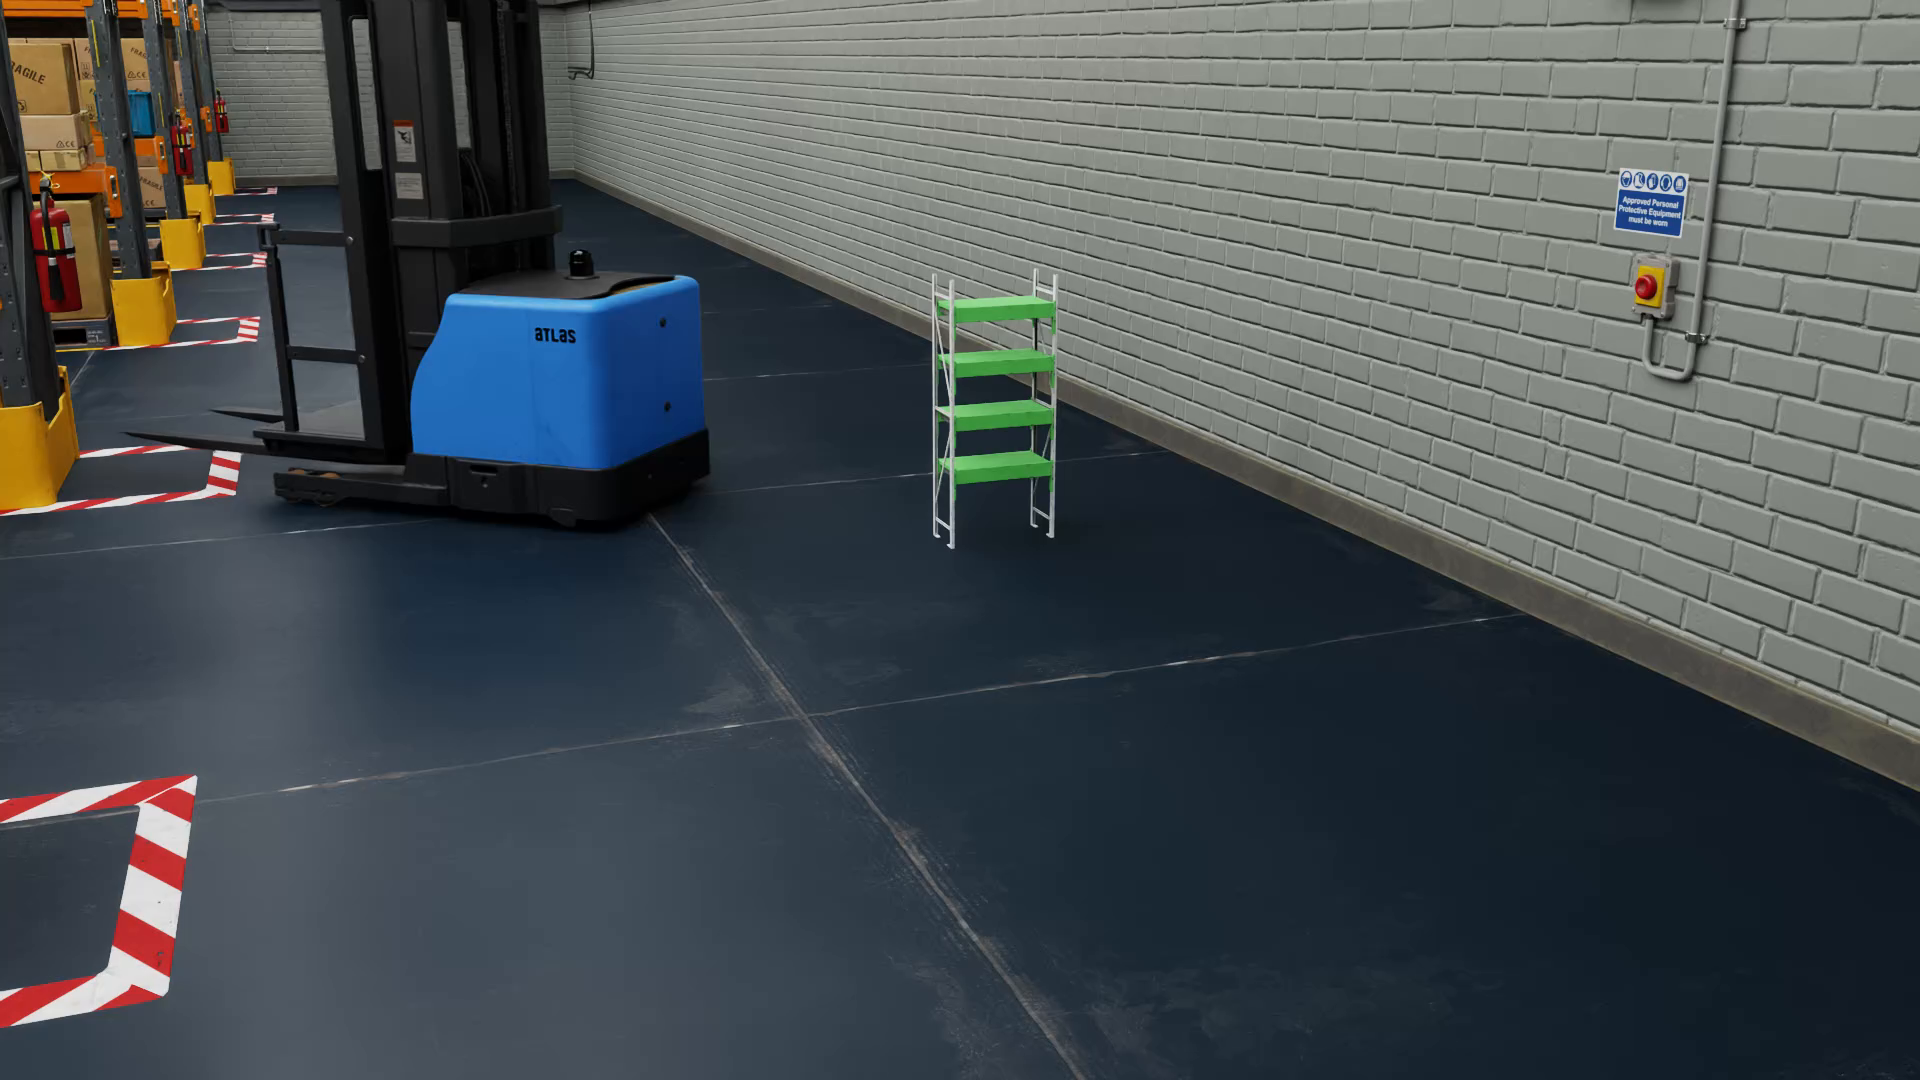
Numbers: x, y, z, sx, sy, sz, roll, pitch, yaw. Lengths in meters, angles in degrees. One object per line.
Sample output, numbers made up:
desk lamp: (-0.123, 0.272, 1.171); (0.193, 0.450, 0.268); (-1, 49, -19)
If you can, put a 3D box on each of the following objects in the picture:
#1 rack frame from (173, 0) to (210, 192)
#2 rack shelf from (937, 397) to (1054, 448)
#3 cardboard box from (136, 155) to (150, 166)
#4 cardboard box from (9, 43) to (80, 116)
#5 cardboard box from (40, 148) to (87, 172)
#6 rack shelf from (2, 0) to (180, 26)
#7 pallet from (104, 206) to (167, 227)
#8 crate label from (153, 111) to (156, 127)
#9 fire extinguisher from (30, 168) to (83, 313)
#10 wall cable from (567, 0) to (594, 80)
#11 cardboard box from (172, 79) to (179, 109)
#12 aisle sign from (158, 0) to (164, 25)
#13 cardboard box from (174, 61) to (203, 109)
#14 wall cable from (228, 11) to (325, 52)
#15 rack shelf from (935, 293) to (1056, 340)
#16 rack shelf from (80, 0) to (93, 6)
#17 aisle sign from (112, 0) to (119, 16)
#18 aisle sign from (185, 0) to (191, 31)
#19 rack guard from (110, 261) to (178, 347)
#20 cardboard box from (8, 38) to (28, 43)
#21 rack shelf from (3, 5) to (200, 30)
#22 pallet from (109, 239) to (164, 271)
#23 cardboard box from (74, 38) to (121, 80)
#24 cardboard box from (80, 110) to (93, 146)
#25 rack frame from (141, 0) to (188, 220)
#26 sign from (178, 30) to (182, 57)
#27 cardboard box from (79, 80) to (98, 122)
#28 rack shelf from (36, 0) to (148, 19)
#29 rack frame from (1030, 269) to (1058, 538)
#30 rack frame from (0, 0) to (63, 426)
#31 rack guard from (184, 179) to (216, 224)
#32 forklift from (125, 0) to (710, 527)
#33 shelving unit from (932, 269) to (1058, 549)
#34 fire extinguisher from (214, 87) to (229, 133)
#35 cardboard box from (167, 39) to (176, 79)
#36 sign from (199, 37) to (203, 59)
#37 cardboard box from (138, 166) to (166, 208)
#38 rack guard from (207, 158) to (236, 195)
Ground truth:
rack frame: (-9.970, -5.672, 21.589); (0.127, 3.000, 1.000); (-6, 17, -20)
rack shelf: (0.155, -0.531, 7.504); (0.480, 0.148, 0.258); (-6, 17, -20)
cardboard box: (-12.832, -5.830, 25.817); (0.500, 0.500, 0.700); (-6, 17, -20)
cardboard box: (-6.790, -3.377, 12.183); (0.500, 0.500, 0.500); (-6, 17, -19)
cardboard box: (-6.644, -2.822, 12.330); (0.250, 0.149, 0.380); (-6, 17, -19)
rack shelf: (-11.838, -6.564, 20.581); (4.000, 0.370, 1.077); (-6, 17, -20)
pallet: (-10.785, -4.245, 21.681); (1.213, 0.211, 1.003); (-6, 17, -20)
crate label: (-8.550, -4.378, 17.375); (0.303, 0.233, 0.416); (-6, 17, -20)
fire extinguisher: (-4.348, -1.438, 7.970); (0.183, 0.674, 0.296); (-6, 17, -20)
wall cable: (-6.337, -8.840, 27.240); (0.112, 2.526, 3.097); (-6, 17, -20)
cardboard box: (-10.479, -5.744, 21.659); (0.500, 0.500, 0.500); (-6, 17, -19)
aisle sign: (-8.241, -5.701, 17.074); (0.004, 0.787, 0.394); (-6, 17, -20)
cardboard box: (-12.219, -7.065, 25.799); (0.700, 0.700, 0.980); (-5, 17, -18)
wall cable: (-10.889, -7.840, 27.170); (1.851, 1.984, 0.084); (-6, 17, -20)
rack shelf: (0.155, -0.992, 7.369); (0.480, 0.148, 0.258); (-6, 17, -20)
rack shelf: (-8.297, -3.957, 11.704); (4.000, 0.370, 1.077); (-6, 17, -20)
aisle sign: (-6.469, -4.399, 12.639); (0.004, 0.787, 0.394); (-6, 17, -20)
aisle sign: (-10.012, -7.003, 21.509); (0.004, 0.787, 0.394); (-6, 17, -20)
rack guard: (-6.407, -1.868, 13.072); (0.348, 0.500, 1.175); (-6, 17, -20)
cardboard box: (-11.721, -5.926, 20.502); (0.500, 0.500, 0.500); (-6, 17, -18)
rack shelf: (-13.614, -7.867, 25.018); (4.000, 0.370, 1.077); (-6, 17, -20)
pallet: (-8.985, -2.957, 17.294); (1.213, 0.211, 1.003); (-6, 17, -20)
cardboard box: (-10.759, -6.031, 20.860); (0.500, 0.500, 0.500); (-6, 17, -19)
cardboard box: (-6.974, -3.158, 12.768); (0.500, 0.250, 0.500); (-7, 18, -22)
rack frame: (-8.201, -4.368, 17.150); (0.127, 3.000, 1.000); (-6, 17, -20)
sign: (-9.791, -6.231, 20.877); (0.005, 0.325, 0.100); (-6, 17, -20)
cardboard box: (-10.774, -5.550, 20.996); (0.500, 0.500, 0.500); (-6, 17, -20)
rack shelf: (-10.069, -5.261, 16.142); (4.000, 0.370, 1.077); (-6, 17, -20)
rack frame: (0.382, -0.617, 7.570); (0.015, 1.200, 0.240); (-6, 17, -20)
rack frame: (-4.749, -1.750, 8.233); (0.127, 3.000, 1.000); (-6, 17, -20)
rack guard: (-10.041, -4.465, 21.915); (0.348, 0.500, 1.175); (-6, 17, -20)
forklift: (-2.850, -1.701, 8.188); (3.031, 2.935, 1.130); (6, 17, 19)
shelving unit: (0.155, -0.592, 7.486); (0.503, 1.200, 0.258); (-6, 17, -20)
fire extinguisher: (-11.440, -6.653, 25.728); (0.183, 0.674, 0.296); (-6, 17, -20)
cardboard box: (-10.479, -6.224, 21.518); (0.500, 0.500, 0.500); (-6, 17, -18)
sign: (-11.565, -7.500, 25.338); (0.005, 0.325, 0.100); (-6, 17, -20)
cardboard box: (-10.390, -4.564, 21.472); (0.500, 0.500, 0.500); (-6, 17, -20)
rack guard: (-11.724, -5.778, 26.386); (0.348, 0.500, 1.175); (-6, 17, -20)
